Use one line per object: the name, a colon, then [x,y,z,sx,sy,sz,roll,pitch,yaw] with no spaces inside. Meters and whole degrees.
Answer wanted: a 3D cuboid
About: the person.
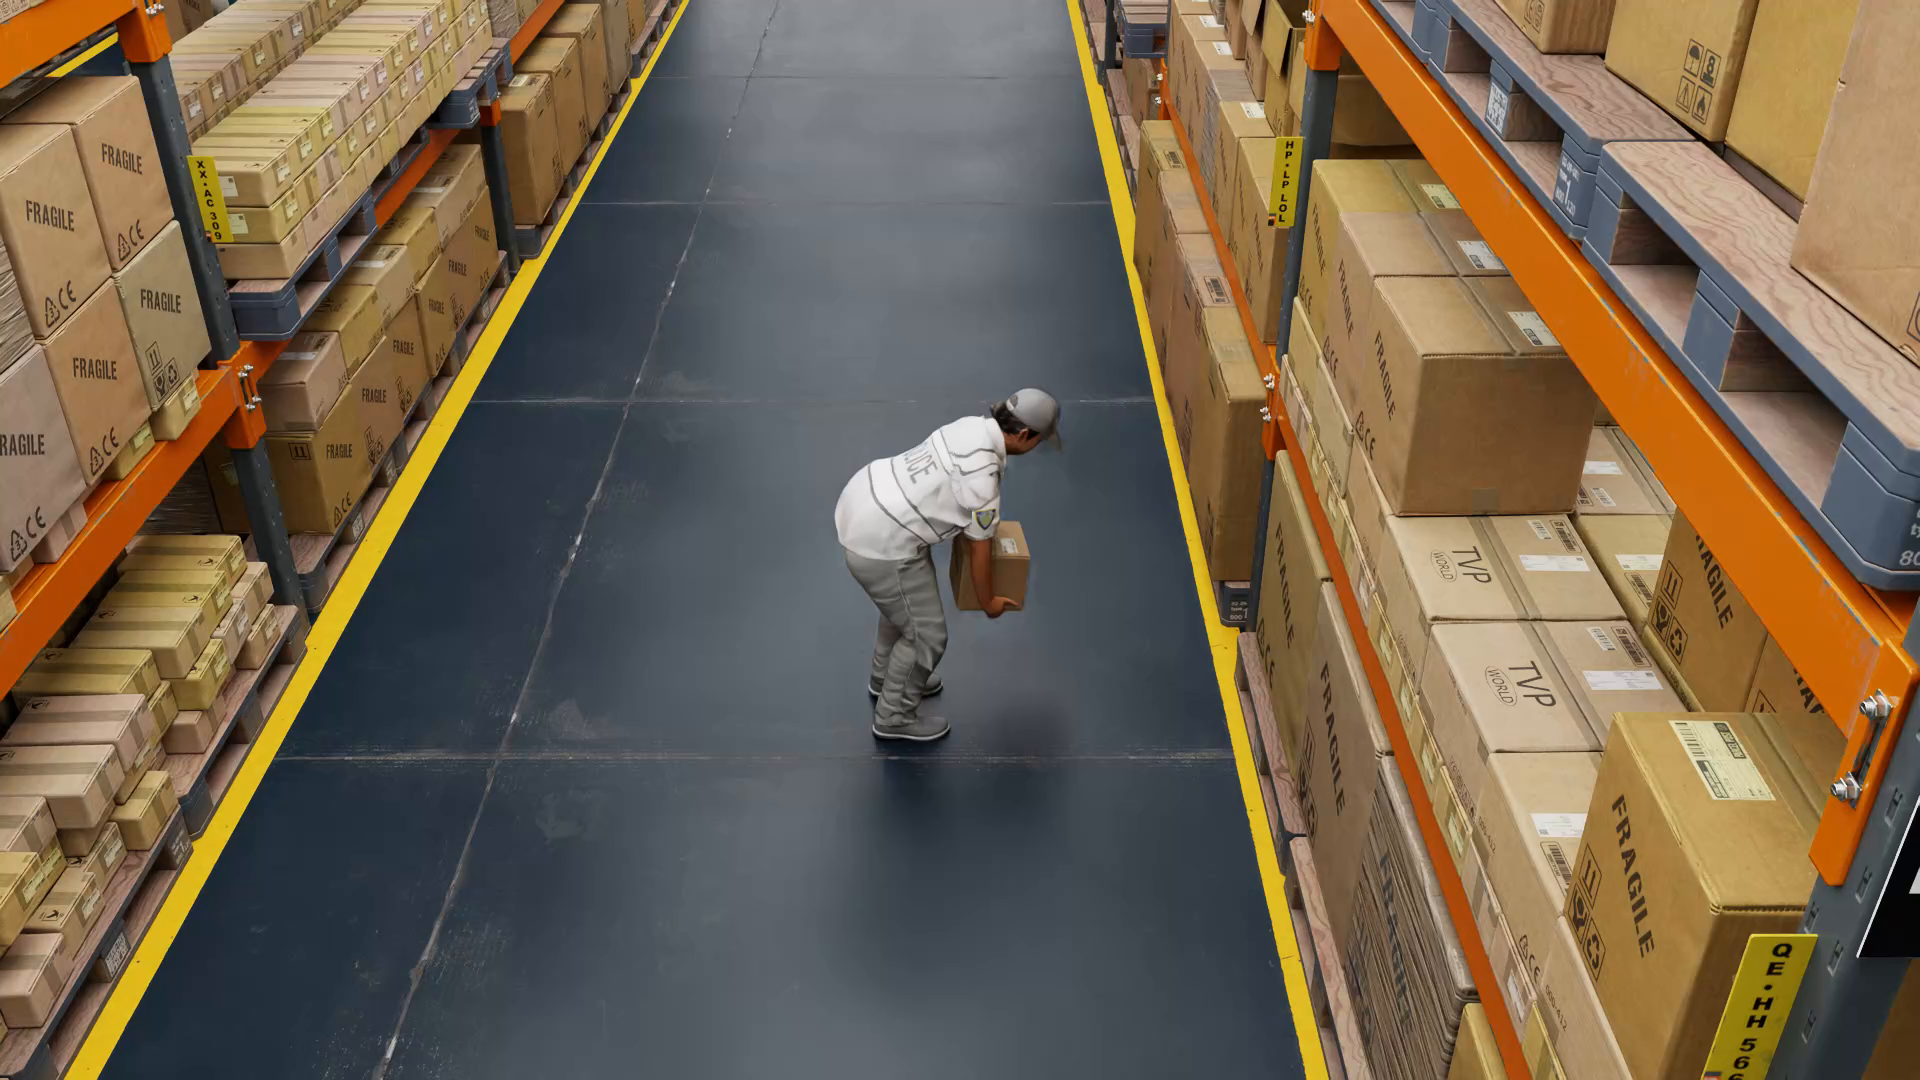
person: [-0.038,0.081,6.272,0.848,1.390,0.457,-4,32,-7]
